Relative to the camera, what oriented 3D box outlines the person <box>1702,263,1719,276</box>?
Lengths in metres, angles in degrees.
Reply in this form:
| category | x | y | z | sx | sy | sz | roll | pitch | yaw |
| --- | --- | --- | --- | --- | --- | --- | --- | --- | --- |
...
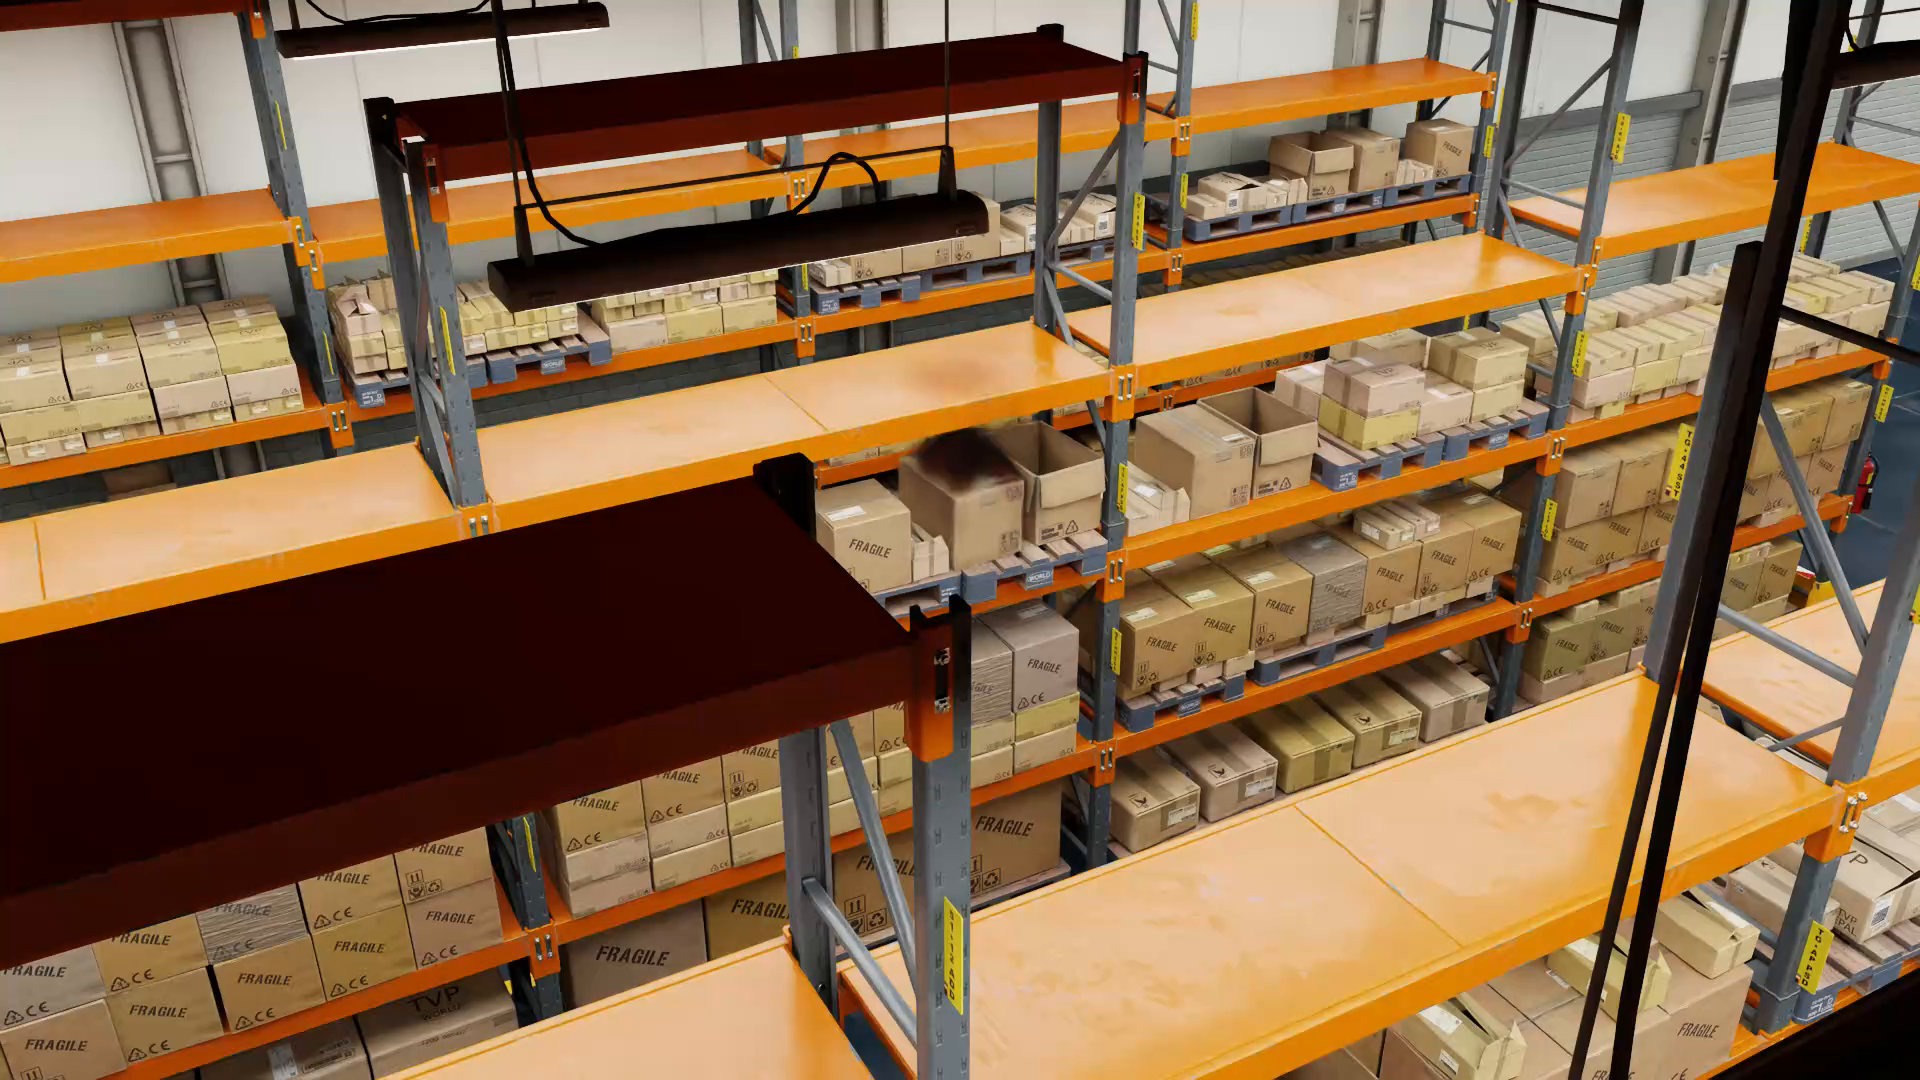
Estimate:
| category | x | y | z | sx | sy | sz | roll | pitch | yaw |
| --- | --- | --- | --- | --- | --- | --- | --- | --- | --- |
| person | 8.722 | -2.403 | 19.617 | 0.619 | 1.811 | 0.400 | -13 | 31 | -23 |
